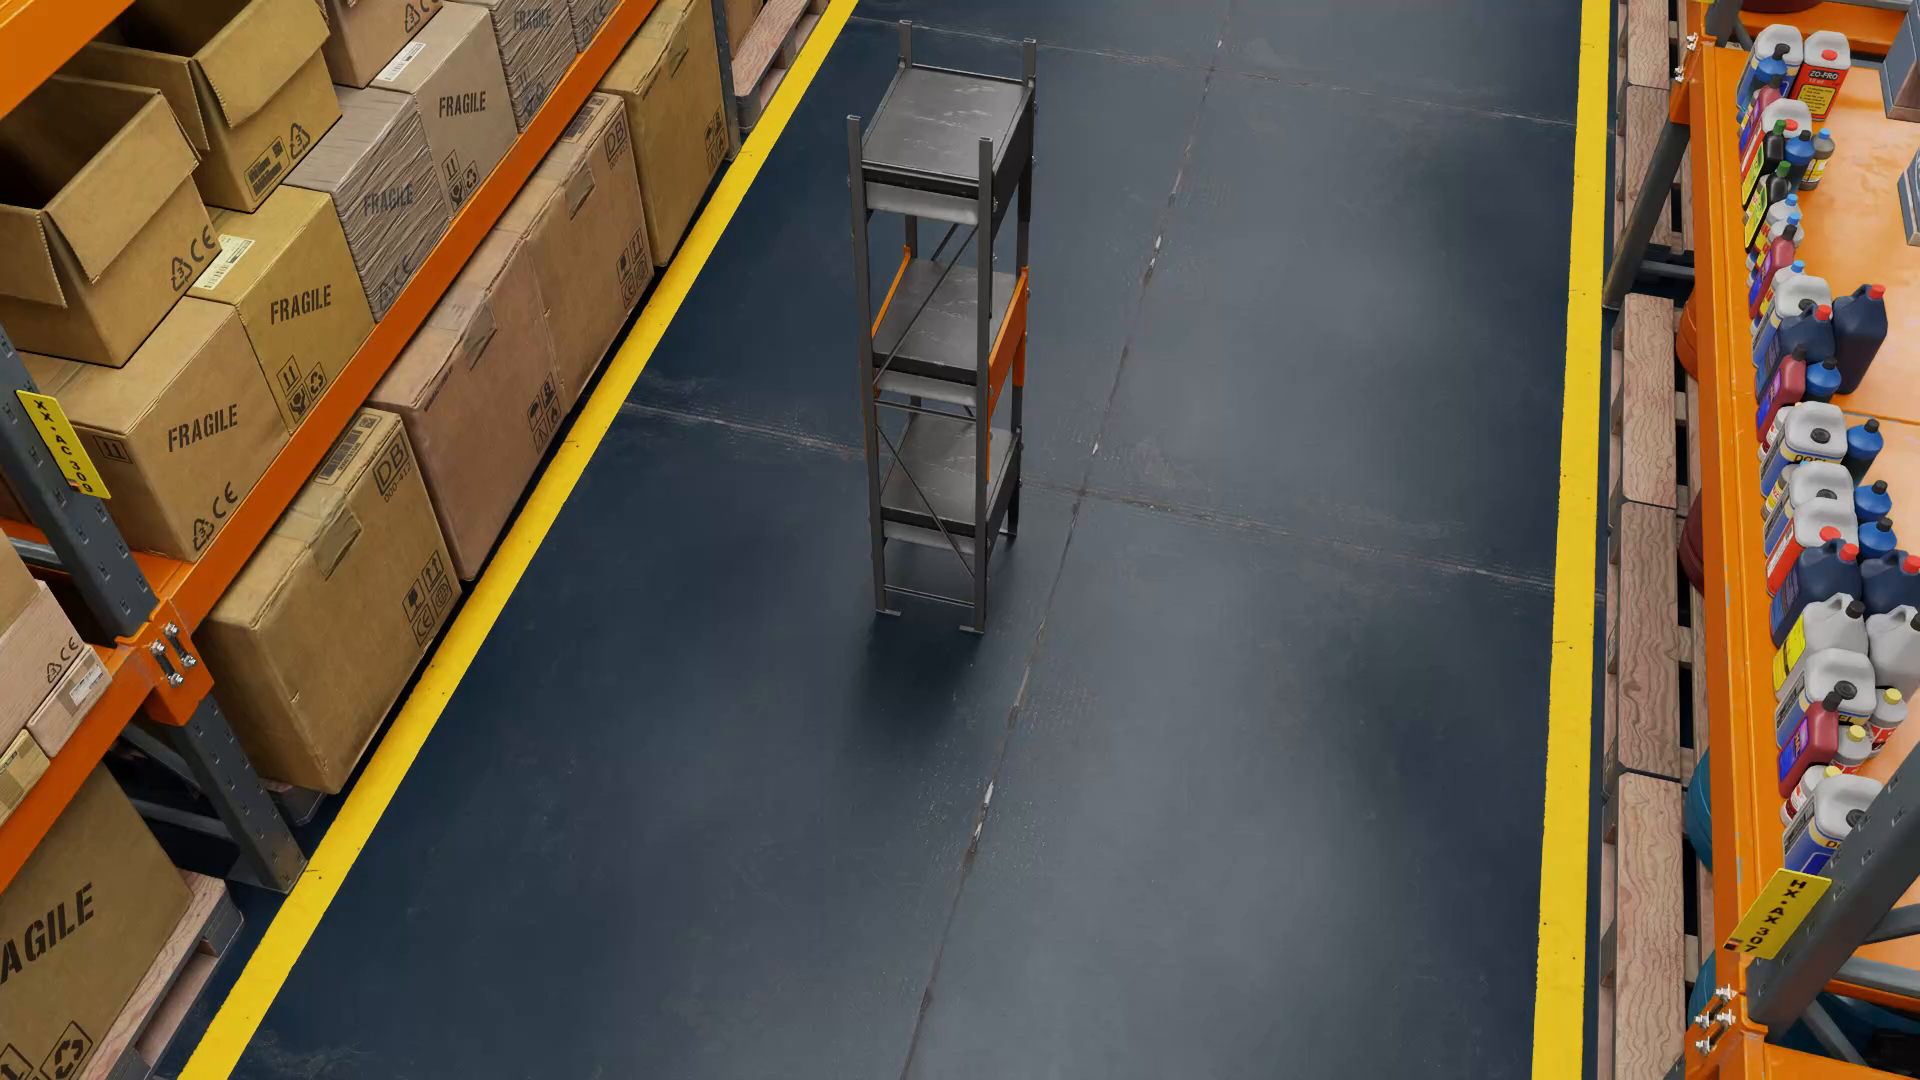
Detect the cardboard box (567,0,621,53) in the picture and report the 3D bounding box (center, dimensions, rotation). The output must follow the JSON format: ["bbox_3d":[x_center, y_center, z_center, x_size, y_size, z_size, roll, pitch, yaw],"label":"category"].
[{"bbox_3d":[-1.561,-2.172,6.099,0.500,0.500,0.500,11,50,10],"label":"cardboard box"}]

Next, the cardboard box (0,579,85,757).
[{"bbox_3d":[-2.449,0.312,3.876,0.500,0.250,0.500,11,49,9],"label":"cardboard box"}]

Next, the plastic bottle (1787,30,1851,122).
[{"bbox_3d":[2.966,-1.606,5.750,0.152,0.276,0.135,12,50,10],"label":"plastic bottle"}]

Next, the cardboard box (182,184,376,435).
[{"bbox_3d":[-2.092,-0.691,4.792,0.500,0.500,0.500,12,50,10],"label":"cardboard box"}]

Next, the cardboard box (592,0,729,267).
[{"bbox_3d":[-1.735,-1.845,7.014,1.225,0.875,0.875,9,49,8],"label":"cardboard box"}]

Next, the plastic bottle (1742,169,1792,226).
[{"bbox_3d":[2.605,-1.102,5.354,0.097,0.201,0.097,0,49,0],"label":"plastic bottle"}]

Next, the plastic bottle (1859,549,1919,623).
[{"bbox_3d":[2.306,0.148,4.151,0.144,0.351,0.185,12,50,10],"label":"plastic bottle"}]

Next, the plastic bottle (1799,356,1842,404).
[{"bbox_3d":[2.407,-0.407,4.695,0.097,0.271,0.097,0,49,0],"label":"plastic bottle"}]

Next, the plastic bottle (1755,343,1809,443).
[{"bbox_3d":[2.326,-0.414,4.692,0.061,0.283,0.133,12,50,10],"label":"plastic bottle"}]

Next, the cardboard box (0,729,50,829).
[{"bbox_3d":[-2.418,0.544,3.936,0.380,0.149,0.250,12,50,11],"label":"cardboard box"}]

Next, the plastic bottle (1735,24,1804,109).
[{"bbox_3d":[2.819,-1.636,5.776,0.152,0.276,0.135,12,50,10],"label":"plastic bottle"}]

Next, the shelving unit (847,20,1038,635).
[{"bbox_3d":[-0.044,-0.575,5.357,0.431,2.100,0.503,12,50,10],"label":"shelving unit"}]

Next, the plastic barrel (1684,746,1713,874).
[{"bbox_3d":[2.538,0.620,4.822,0.600,0.901,0.708,12,50,10],"label":"plastic barrel"}]

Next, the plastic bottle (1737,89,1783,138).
[{"bbox_3d":[2.737,-1.463,5.673,0.097,0.201,0.097,0,49,0],"label":"plastic bottle"}]

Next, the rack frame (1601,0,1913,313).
[{"bbox_3d":[3.245,-1.926,5.950,1.000,3.000,0.127,12,50,10],"label":"rack frame"}]

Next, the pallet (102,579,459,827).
[{"bbox_3d":[-2.456,0.339,5.810,1.003,0.211,1.213,12,50,10],"label":"pallet"}]

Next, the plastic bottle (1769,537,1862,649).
[{"bbox_3d":[2.167,0.120,4.176,0.144,0.351,0.185,12,50,10],"label":"plastic bottle"}]

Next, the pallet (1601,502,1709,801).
[{"bbox_3d":[2.755,0.454,5.708,1.003,0.211,1.213,12,50,10],"label":"pallet"}]

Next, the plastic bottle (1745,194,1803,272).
[{"bbox_3d":[2.545,-0.958,5.181,0.097,0.271,0.097,0,49,0],"label":"plastic bottle"}]

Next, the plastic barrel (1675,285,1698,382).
[{"bbox_3d":[3.133,-0.990,6.291,0.600,0.830,0.708,12,50,10],"label":"plastic barrel"}]

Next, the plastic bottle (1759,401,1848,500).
[{"bbox_3d":[2.309,-0.235,4.540,0.152,0.276,0.135,12,50,10],"label":"plastic bottle"}]

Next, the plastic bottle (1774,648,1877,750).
[{"bbox_3d":[2.080,0.395,3.984,0.152,0.276,0.135,12,50,10],"label":"plastic bottle"}]

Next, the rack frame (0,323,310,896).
[{"bbox_3d":[-2.586,-0.011,4.259,1.000,3.000,0.127,12,50,10],"label":"rack frame"}]

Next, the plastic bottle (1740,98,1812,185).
[{"bbox_3d":[2.697,-1.302,5.481,0.152,0.276,0.135,12,50,10],"label":"plastic bottle"}]

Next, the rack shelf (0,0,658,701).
[{"bbox_3d":[-2.060,-1.219,5.805,1.077,0.370,4.000,12,50,10],"label":"rack shelf"}]

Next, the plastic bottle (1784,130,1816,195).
[{"bbox_3d":[2.699,-1.210,5.403,0.097,0.271,0.097,0,49,0],"label":"plastic bottle"}]

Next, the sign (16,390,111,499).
[{"bbox_3d":[-2.050,-0.215,3.809,0.100,0.325,0.005,12,50,10],"label":"sign"}]

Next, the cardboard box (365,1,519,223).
[{"bbox_3d":[-1.829,-1.428,5.443,0.500,0.500,0.500,12,50,11],"label":"cardboard box"}]

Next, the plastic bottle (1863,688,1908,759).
[{"bbox_3d":[2.205,0.431,4.002,0.097,0.201,0.097,0,49,0],"label":"plastic bottle"}]

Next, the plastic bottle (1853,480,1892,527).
[{"bbox_3d":[2.374,-0.055,4.383,0.097,0.271,0.097,0,49,0],"label":"plastic bottle"}]

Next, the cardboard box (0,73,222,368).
[{"bbox_3d":[-2.426,-0.839,4.254,0.797,0.503,0.637,10,49,9],"label":"cardboard box"}]

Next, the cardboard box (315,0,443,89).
[{"bbox_3d":[-2.086,-1.786,5.090,0.797,0.503,0.637,13,50,11],"label":"cardboard box"}]

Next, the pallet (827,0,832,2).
[{"bbox_3d":[-1.003,-3.426,9.133,1.003,0.211,1.213,12,50,10],"label":"pallet"}]

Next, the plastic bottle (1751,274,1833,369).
[{"bbox_3d":[2.454,-0.633,4.891,0.152,0.276,0.135,12,50,10],"label":"plastic bottle"}]

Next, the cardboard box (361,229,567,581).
[{"bbox_3d":[-2.203,-0.560,5.881,1.225,0.875,0.875,10,49,9],"label":"cardboard box"}]

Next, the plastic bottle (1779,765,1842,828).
[{"bbox_3d":[1.988,0.594,3.857,0.097,0.201,0.097,0,49,0],"label":"plastic bottle"}]

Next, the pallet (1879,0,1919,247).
[{"bbox_3d":[2.304,-0.550,2.860,1.213,0.211,1.003,12,50,10],"label":"pallet"}]

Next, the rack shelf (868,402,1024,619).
[{"bbox_3d":[-0.044,-0.103,5.892,0.431,0.518,0.480,12,50,10],"label":"rack shelf"}]

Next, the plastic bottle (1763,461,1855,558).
[{"bbox_3d":[2.248,-0.067,4.392,0.152,0.276,0.135,12,50,10],"label":"plastic bottle"}]

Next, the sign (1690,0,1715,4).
[{"bbox_3d":[2.712,-2.084,5.980,0.100,0.325,0.005,12,50,10],"label":"sign"}]

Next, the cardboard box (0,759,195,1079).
[{"bbox_3d":[-2.837,1.015,4.490,0.875,0.875,0.875,12,50,10],"label":"cardboard box"}]

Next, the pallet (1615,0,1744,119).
[{"bbox_3d":[3.809,-2.436,8.259,1.003,0.211,1.213,12,50,10],"label":"pallet"}]

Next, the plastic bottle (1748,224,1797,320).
[{"bbox_3d":[2.471,-0.812,5.044,0.061,0.283,0.133,12,50,10],"label":"plastic bottle"}]

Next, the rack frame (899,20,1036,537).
[{"bbox_3d":[0.021,-0.752,5.513,0.400,2.100,0.015,12,50,10],"label":"rack frame"}]

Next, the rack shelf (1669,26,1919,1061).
[{"bbox_3d":[2.719,-0.242,4.943,1.077,0.370,4.000,12,50,10],"label":"rack shelf"}]
